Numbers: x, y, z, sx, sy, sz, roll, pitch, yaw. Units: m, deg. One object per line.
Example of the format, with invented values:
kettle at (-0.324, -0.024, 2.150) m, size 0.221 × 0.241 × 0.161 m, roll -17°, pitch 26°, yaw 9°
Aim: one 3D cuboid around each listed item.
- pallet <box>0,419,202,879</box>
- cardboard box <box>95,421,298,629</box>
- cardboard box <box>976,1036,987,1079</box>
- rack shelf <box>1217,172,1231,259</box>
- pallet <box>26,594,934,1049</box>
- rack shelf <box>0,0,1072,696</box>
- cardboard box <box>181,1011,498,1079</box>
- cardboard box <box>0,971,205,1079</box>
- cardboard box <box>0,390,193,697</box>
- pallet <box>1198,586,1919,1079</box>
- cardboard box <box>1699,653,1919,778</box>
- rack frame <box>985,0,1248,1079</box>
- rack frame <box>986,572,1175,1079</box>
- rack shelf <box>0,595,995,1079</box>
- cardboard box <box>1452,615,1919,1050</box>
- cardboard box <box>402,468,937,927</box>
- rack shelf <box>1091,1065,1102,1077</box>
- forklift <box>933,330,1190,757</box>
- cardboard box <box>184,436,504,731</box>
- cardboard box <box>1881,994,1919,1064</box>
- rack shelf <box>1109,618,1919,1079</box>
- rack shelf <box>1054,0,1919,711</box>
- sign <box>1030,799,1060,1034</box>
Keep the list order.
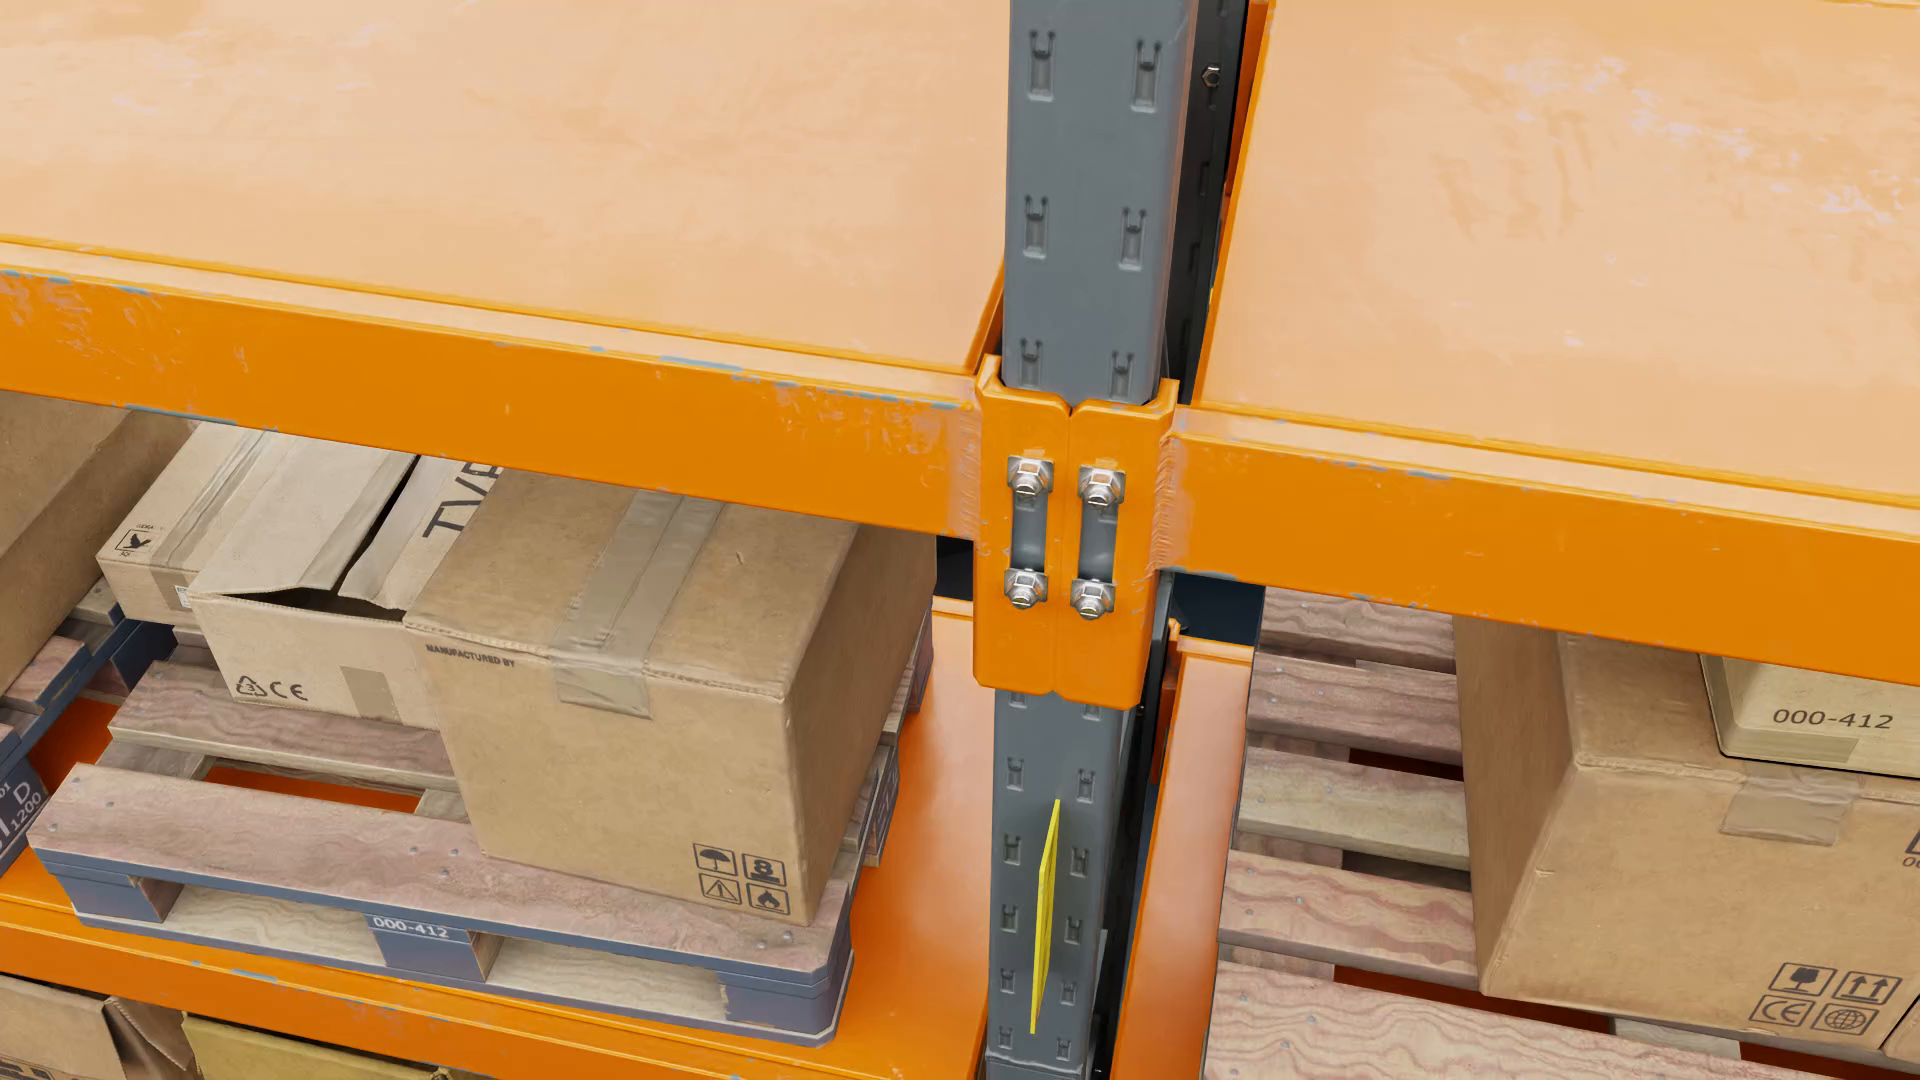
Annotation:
pallet at (-1.968, 0.044, 2.975) m, size 1.213 × 0.211 × 1.003 m, roll 11°, pitch 45°, yaw 11°
cardboard box at (-1.217, -0.035, 2.799) m, size 0.250 × 0.149 × 0.380 m, roll 7°, pitch 44°, yaw 7°
cardboard box at (-0.191, 1.158, 3.771) m, size 0.500 × 0.500 × 0.500 m, roll 9°, pitch 45°, yaw 9°
rack shelf at (-0.667, -1.962, 7.605) m, size 4.000 × 0.370 × 1.077 m, roll 9°, pitch 45°, yaw 9°
pallet at (-0.702, 0.316, 2.694) m, size 1.217 × 0.209 × 0.805 m, roll 7°, pitch 44°, yaw 7°
rack shelf at (-1.748, -0.628, 2.180) m, size 4.000 × 0.370 × 1.077 m, roll 9°, pitch 45°, yaw 9°
cardboard box at (-1.089, 0.833, 3.386) m, size 0.637 × 0.503 × 0.797 m, roll 9°, pitch 45°, yaw 10°
cardboard box at (-1.699, 0.749, 3.473) m, size 0.637 × 0.503 × 0.797 m, roll 10°, pitch 45°, yaw 10°
cardboard box at (-1.702, -0.147, 2.659) m, size 0.637 × 0.503 × 0.797 m, roll 8°, pitch 45°, yaw 8°
pallet at (1.000, 0.515, 2.413) m, size 1.213 × 0.211 × 1.003 m, roll 9°, pitch 45°, yaw 9°
cardboard box at (1.120, 0.006, 1.890) m, size 0.500 × 0.250 × 0.500 m, roll 6°, pitch 44°, yaw 6°
rack frame at (0.204, -0.728, 1.478) m, size 0.127 × 3.000 × 1.000 m, roll 9°, pitch 45°, yaw 9°
rack frame at (0.204, 1.433, 3.558) m, size 0.127 × 3.000 × 1.000 m, roll 9°, pitch 45°, yaw 9°
rack shelf at (-1.748, 0.309, 3.082) m, size 4.000 × 0.370 × 1.077 m, roll 9°, pitch 45°, yaw 9°
cardboard box at (0.980, 0.207, 2.222) m, size 0.500 × 0.500 × 0.700 m, roll 6°, pitch 44°, yaw 7°
cardboard box at (-0.365, 0.084, 2.422) m, size 0.500 × 0.500 × 0.700 m, roll 10°, pitch 45°, yaw 10°
rack shelf at (2.155, 1.995, 3.493) m, size 4.000 × 0.370 × 1.077 m, roll 9°, pitch 45°, yaw 9°
forklift at (0.212, -0.650, 5.771) m, size 1.130 × 2.935 × 3.031 m, roll -14°, pitch 46°, yaw -14°
cardboard box at (-0.847, 0.006, 2.639) m, size 0.500 × 0.311 × 0.500 m, roll 7°, pitch 44°, yaw 8°
cardboard box at (1.504, 0.291, 2.134) m, size 0.500 × 0.500 × 0.700 m, roll 11°, pitch 45°, yaw 11°
rack shelf at (2.155, 0.915, 2.453) m, size 4.000 × 0.370 × 1.077 m, roll 9°, pitch 45°, yaw 9°
rack shelf at (2.155, -0.022, 1.551) m, size 4.000 × 0.370 × 1.077 m, roll 9°, pitch 45°, yaw 9°
sign at (0.095, 0.422, 1.846) m, size 0.005 × 0.325 × 0.100 m, roll 9°, pitch 45°, yaw 9°
